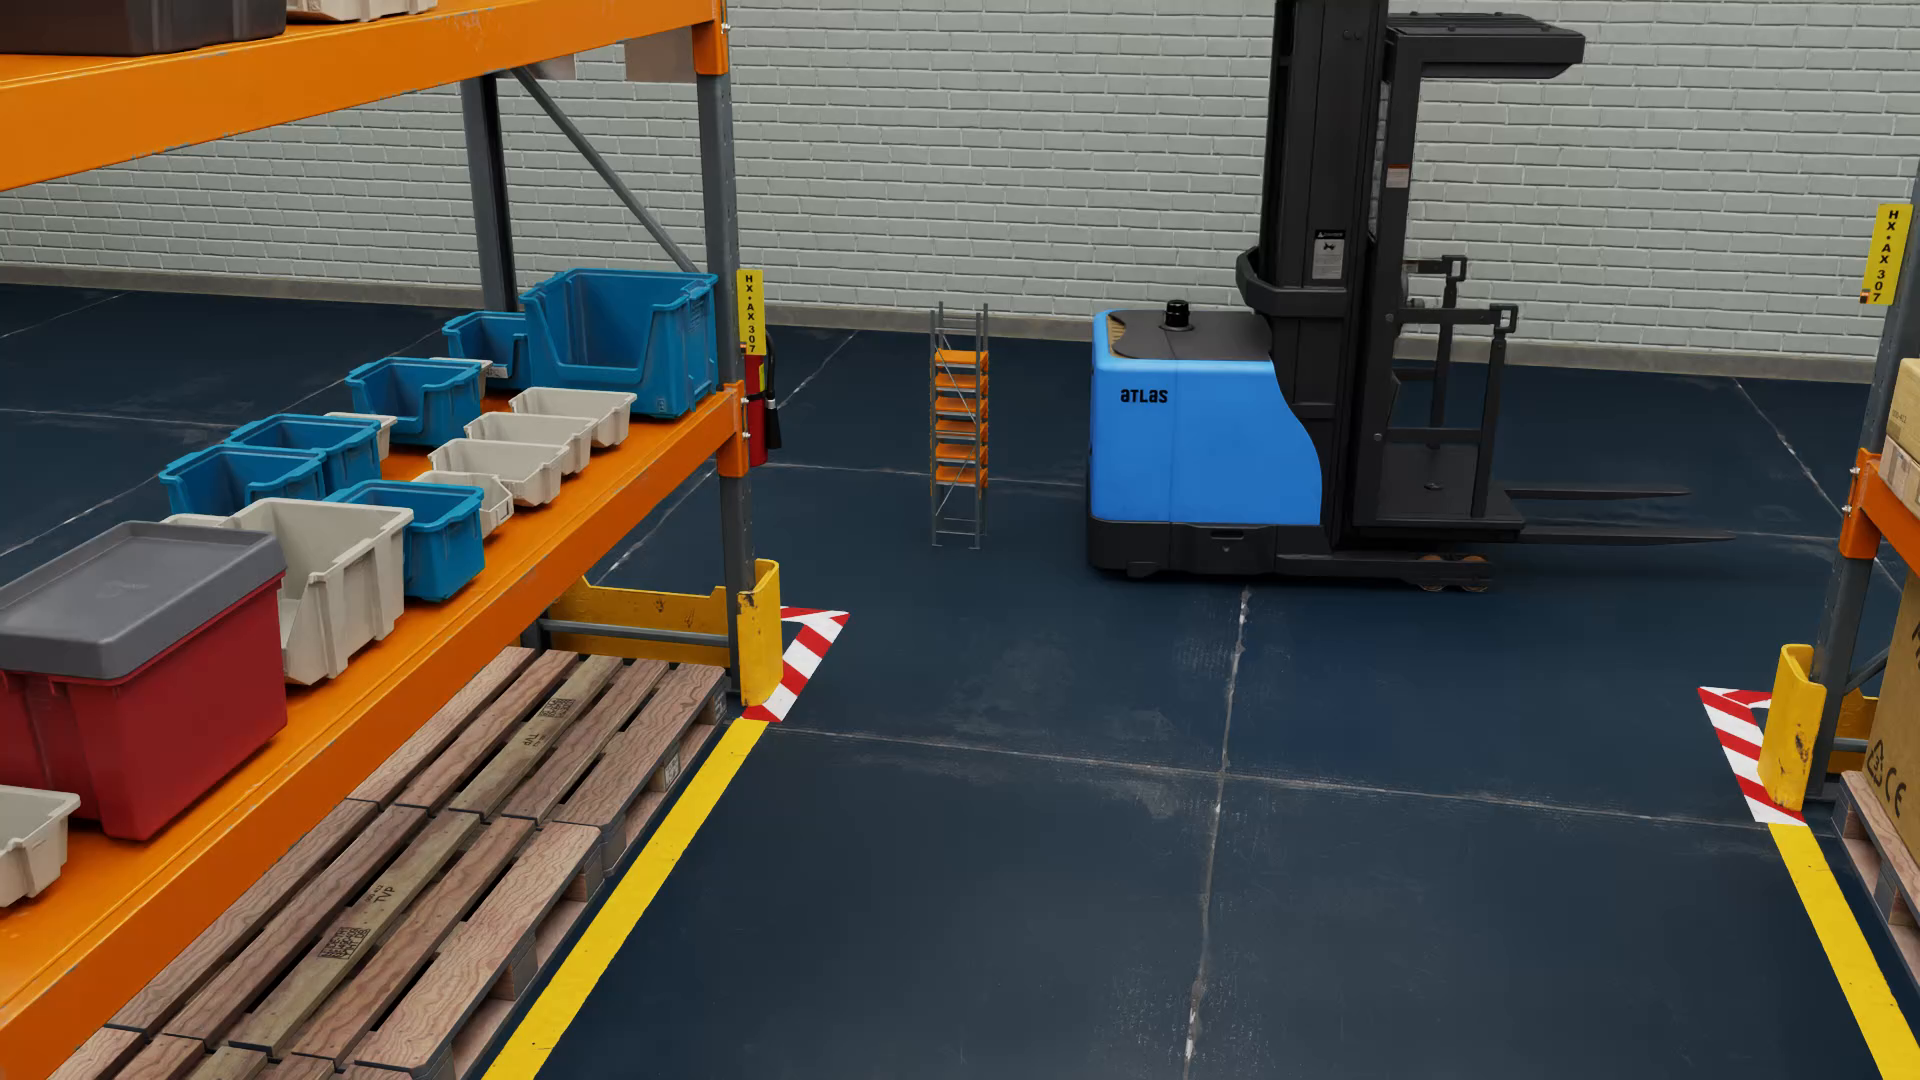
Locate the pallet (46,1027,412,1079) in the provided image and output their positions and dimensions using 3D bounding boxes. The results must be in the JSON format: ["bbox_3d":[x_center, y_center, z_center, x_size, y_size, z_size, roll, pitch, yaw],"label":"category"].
[{"bbox_3d":[-2.029,1.670,3.923,1.003,0.211,1.213,4,22,11],"label":"pallet"}]

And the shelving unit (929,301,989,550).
[{"bbox_3d":[-0.003,-0.551,8.116,0.258,1.200,0.189,4,22,11],"label":"shelving unit"}]

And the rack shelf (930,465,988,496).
[{"bbox_3d":[-0.003,-0.287,8.223,0.258,0.103,0.180,4,22,11],"label":"rack shelf"}]

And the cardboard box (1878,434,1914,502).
[{"bbox_3d":[3.129,-0.215,5.209,0.380,0.149,0.250,5,22,12],"label":"cardboard box"}]

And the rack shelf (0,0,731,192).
[{"bbox_3d":[-1.733,-1.140,4.118,1.077,0.370,4.000,4,22,11],"label":"rack shelf"}]

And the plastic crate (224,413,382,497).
[{"bbox_3d":[-1.966,-0.218,5.022,0.416,0.233,0.300,4,22,11],"label":"plastic crate"}]

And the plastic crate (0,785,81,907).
[{"bbox_3d":[-1.906,0.584,3.161,0.396,0.136,0.243,4,22,11],"label":"plastic crate"}]

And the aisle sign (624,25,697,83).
[{"bbox_3d":[-1.023,-2.024,5.884,0.394,0.787,0.004,4,22,11],"label":"aisle sign"}]

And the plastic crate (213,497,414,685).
[{"bbox_3d":[-1.649,0.132,4.090,0.437,0.282,0.530,4,22,11],"label":"plastic crate"}]

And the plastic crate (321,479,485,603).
[{"bbox_3d":[-1.492,0.006,4.466,0.416,0.233,0.300,4,22,11],"label":"plastic crate"}]

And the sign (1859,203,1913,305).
[{"bbox_3d":[2.982,-0.919,5.356,0.100,0.325,0.005,4,22,11],"label":"sign"}]

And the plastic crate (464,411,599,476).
[{"bbox_3d":[-1.387,-0.303,5.363,0.396,0.136,0.243,4,22,11],"label":"plastic crate"}]

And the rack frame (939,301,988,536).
[{"bbox_3d":[0.016,-0.585,8.199,0.240,1.200,0.006,4,22,11],"label":"rack frame"}]

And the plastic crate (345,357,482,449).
[{"bbox_3d":[-1.831,-0.458,5.620,0.416,0.233,0.300,4,22,11],"label":"plastic crate"}]

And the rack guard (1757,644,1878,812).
[{"bbox_3d":[3.529,0.714,5.911,1.175,0.500,0.348,4,22,11],"label":"rack guard"}]

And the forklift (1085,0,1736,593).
[{"bbox_3d":[2.145,-1.320,7.709,3.031,2.935,1.130,1,22,3],"label":"forklift"}]

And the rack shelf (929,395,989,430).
[{"bbox_3d":[-0.003,-0.621,8.088,0.258,0.103,0.180,4,22,11],"label":"rack shelf"}]

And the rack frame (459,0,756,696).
[{"bbox_3d":[-1.324,-0.814,6.360,1.000,3.000,0.127,4,22,11],"label":"rack frame"}]

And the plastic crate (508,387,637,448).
[{"bbox_3d":[-1.314,-0.408,5.623,0.396,0.136,0.243,4,22,11],"label":"plastic crate"}]

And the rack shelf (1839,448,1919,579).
[{"bbox_3d":[3.116,0.629,3.740,1.077,0.370,4.000,4,22,11],"label":"rack shelf"}]

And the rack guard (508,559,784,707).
[{"bbox_3d":[-1.332,0.336,6.851,1.175,0.500,0.348,4,22,11],"label":"rack guard"}]

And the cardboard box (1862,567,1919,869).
[{"bbox_3d":[3.472,0.594,5.144,0.875,0.875,0.875,4,22,11],"label":"cardboard box"}]

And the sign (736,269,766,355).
[{"bbox_3d":[-0.783,-0.854,6.240,0.100,0.325,0.005,4,22,11],"label":"sign"}]

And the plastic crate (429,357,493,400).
[{"bbox_3d":[-1.844,-0.543,5.960,0.250,0.136,0.298,4,22,11],"label":"plastic crate"}]

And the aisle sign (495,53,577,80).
[{"bbox_3d":[-1.601,-2.069,5.996,0.394,0.787,0.004,4,22,11],"label":"aisle sign"}]

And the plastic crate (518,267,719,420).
[{"bbox_3d":[-1.210,-0.722,6.002,0.616,0.435,0.499,4,22,11],"label":"plastic crate"}]

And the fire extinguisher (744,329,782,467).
[{"bbox_3d":[-0.849,-0.626,6.495,0.296,0.674,0.183,4,22,11],"label":"fire extinguisher"}]

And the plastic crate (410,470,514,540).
[{"bbox_3d":[-1.462,-0.089,4.833,0.298,0.136,0.250,4,22,11],"label":"plastic crate"}]

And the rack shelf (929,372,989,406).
[{"bbox_3d":[-0.003,-0.733,8.043,0.258,0.103,0.180,4,22,11],"label":"rack shelf"}]

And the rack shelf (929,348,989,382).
[{"bbox_3d":[-0.003,-0.844,7.998,0.258,0.103,0.180,4,22,11],"label":"rack shelf"}]

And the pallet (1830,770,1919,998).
[{"bbox_3d":[3.438,1.155,5.202,1.003,0.211,1.213,4,22,11],"label":"pallet"}]

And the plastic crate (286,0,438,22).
[{"bbox_3d":[-1.503,-1.309,3.925,0.437,0.136,0.530,4,22,11],"label":"plastic crate"}]

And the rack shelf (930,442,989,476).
[{"bbox_3d":[-0.003,-0.399,8.178,0.258,0.103,0.180,4,22,11],"label":"rack shelf"}]

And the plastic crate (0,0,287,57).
[{"bbox_3d":[-1.619,-1.115,3.268,0.497,0.269,0.590,4,22,11],"label":"plastic crate"}]

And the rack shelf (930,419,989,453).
[{"bbox_3d":[-0.003,-0.510,8.133,0.258,0.103,0.180,4,22,11],"label":"rack shelf"}]

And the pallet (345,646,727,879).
[{"bbox_3d":[-1.531,0.778,6.139,1.003,0.211,1.213,4,22,11],"label":"pallet"}]

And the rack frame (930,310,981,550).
[{"bbox_3d":[-0.022,-0.518,8.033,0.240,1.200,0.006,4,22,11],"label":"rack frame"}]

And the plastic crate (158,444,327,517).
[{"bbox_3d":[-2.027,-0.108,4.750,0.416,0.233,0.300,4,22,11],"label":"plastic crate"}]

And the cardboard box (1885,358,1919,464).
[{"bbox_3d":[3.162,-0.350,5.010,0.500,0.250,0.500,4,22,9],"label":"cardboard box"}]

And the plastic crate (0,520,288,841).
[{"bbox_3d":[-1.713,0.284,3.468,0.402,0.464,0.583,4,22,11],"label":"plastic crate"}]

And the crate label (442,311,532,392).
[{"bbox_3d":[-1.697,-0.699,6.218,0.416,0.233,0.303,4,22,11],"label":"crate label"}]

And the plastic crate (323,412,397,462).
[{"bbox_3d":[-1.982,-0.295,5.344,0.250,0.136,0.298,4,22,11],"label":"plastic crate"}]

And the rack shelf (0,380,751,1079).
[{"bbox_3d":[-1.733,0.251,4.678,1.077,0.370,4.000,4,22,11],"label":"rack shelf"}]

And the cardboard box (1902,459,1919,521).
[{"bbox_3d":[3.078,-0.121,4.976,0.380,0.149,0.250,4,22,10],"label":"cardboard box"}]

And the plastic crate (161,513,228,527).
[{"bbox_3d":[-2.080,0.084,4.404,0.293,0.136,0.466,4,22,11],"label":"plastic crate"}]

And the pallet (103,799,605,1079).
[{"bbox_3d":[-1.782,1.223,5.035,1.003,0.211,1.213,4,22,11],"label":"pallet"}]

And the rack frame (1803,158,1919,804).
[{"bbox_3d":[3.524,-0.437,5.422,1.000,3.000,0.127,4,22,11],"label":"rack frame"}]

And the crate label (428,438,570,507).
[{"bbox_3d":[-1.420,-0.199,5.105,0.396,0.136,0.243,4,22,11],"label":"crate label"}]
